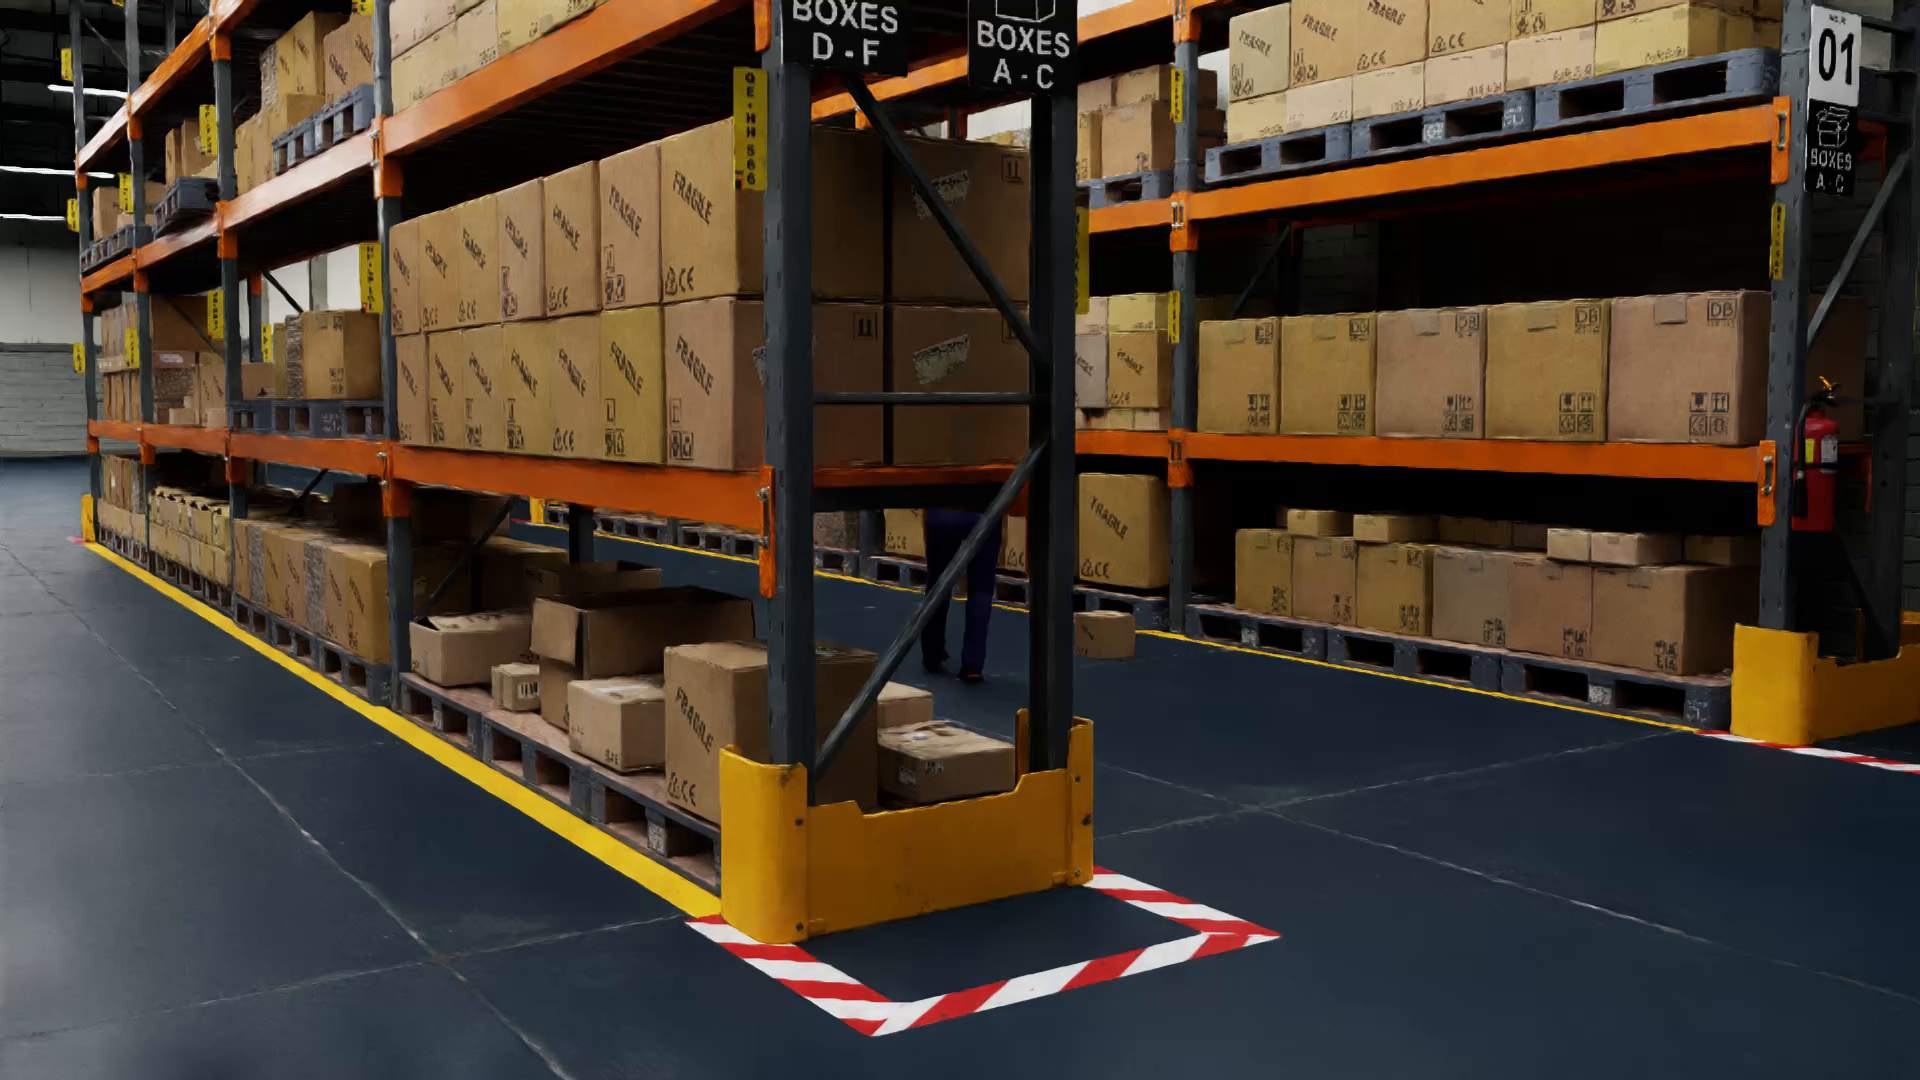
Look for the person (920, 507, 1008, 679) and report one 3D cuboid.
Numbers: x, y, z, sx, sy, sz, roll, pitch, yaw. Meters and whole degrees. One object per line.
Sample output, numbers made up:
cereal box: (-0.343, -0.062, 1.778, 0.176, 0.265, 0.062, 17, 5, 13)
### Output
person: (0.033, -0.079, 9.141, 0.543, 1.638, 0.603, 1, 5, 12)
